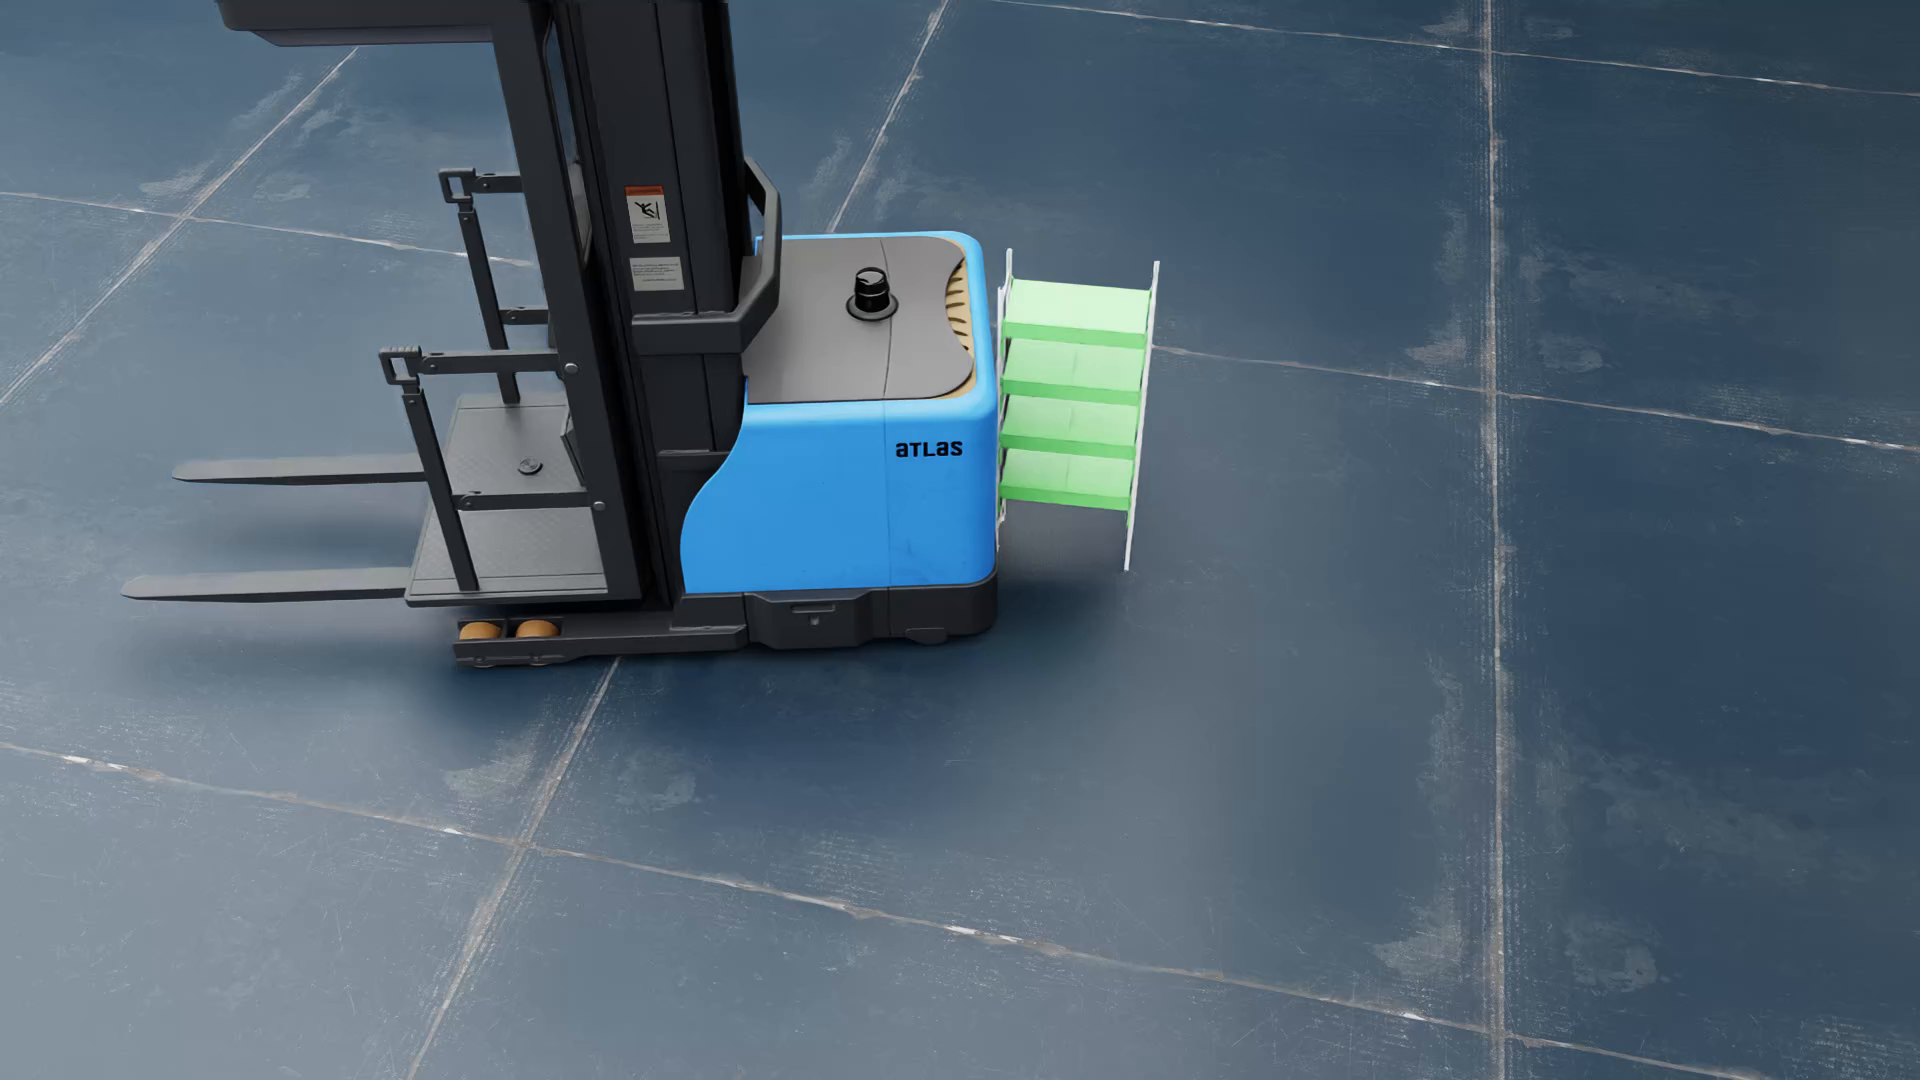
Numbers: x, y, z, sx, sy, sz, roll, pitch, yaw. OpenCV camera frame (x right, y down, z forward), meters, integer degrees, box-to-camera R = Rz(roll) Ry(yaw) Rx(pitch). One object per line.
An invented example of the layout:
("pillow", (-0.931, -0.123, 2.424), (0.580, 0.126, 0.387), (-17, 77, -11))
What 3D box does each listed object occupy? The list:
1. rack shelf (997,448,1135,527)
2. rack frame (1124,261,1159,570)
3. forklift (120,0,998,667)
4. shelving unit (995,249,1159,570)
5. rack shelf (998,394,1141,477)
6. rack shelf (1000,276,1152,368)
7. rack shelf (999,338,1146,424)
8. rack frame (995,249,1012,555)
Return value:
("rack shelf", (0.390, -0.209, 6.040), (0.480, 0.148, 0.258), (6, 44, 6))
("rack frame", (0.631, -0.403, 5.804), (0.015, 1.200, 0.240), (6, 44, 6))
("forklift", (-1.402, -0.990, 5.165), (3.031, 2.935, 1.130), (-2, 44, -2))
("shelving unit", (0.390, -0.428, 5.830), (0.503, 1.200, 0.258), (6, 44, 6))
("rack shelf", (0.390, -0.382, 5.874), (0.480, 0.148, 0.258), (6, 44, 6))
("rack shelf", (0.390, -0.728, 5.541), (0.480, 0.148, 0.258), (6, 44, 6))
("rack shelf", (0.390, -0.555, 5.708), (0.480, 0.148, 0.258), (6, 44, 6))
("rack frame", (0.149, -0.453, 5.856), (0.015, 1.200, 0.240), (6, 44, 6))
